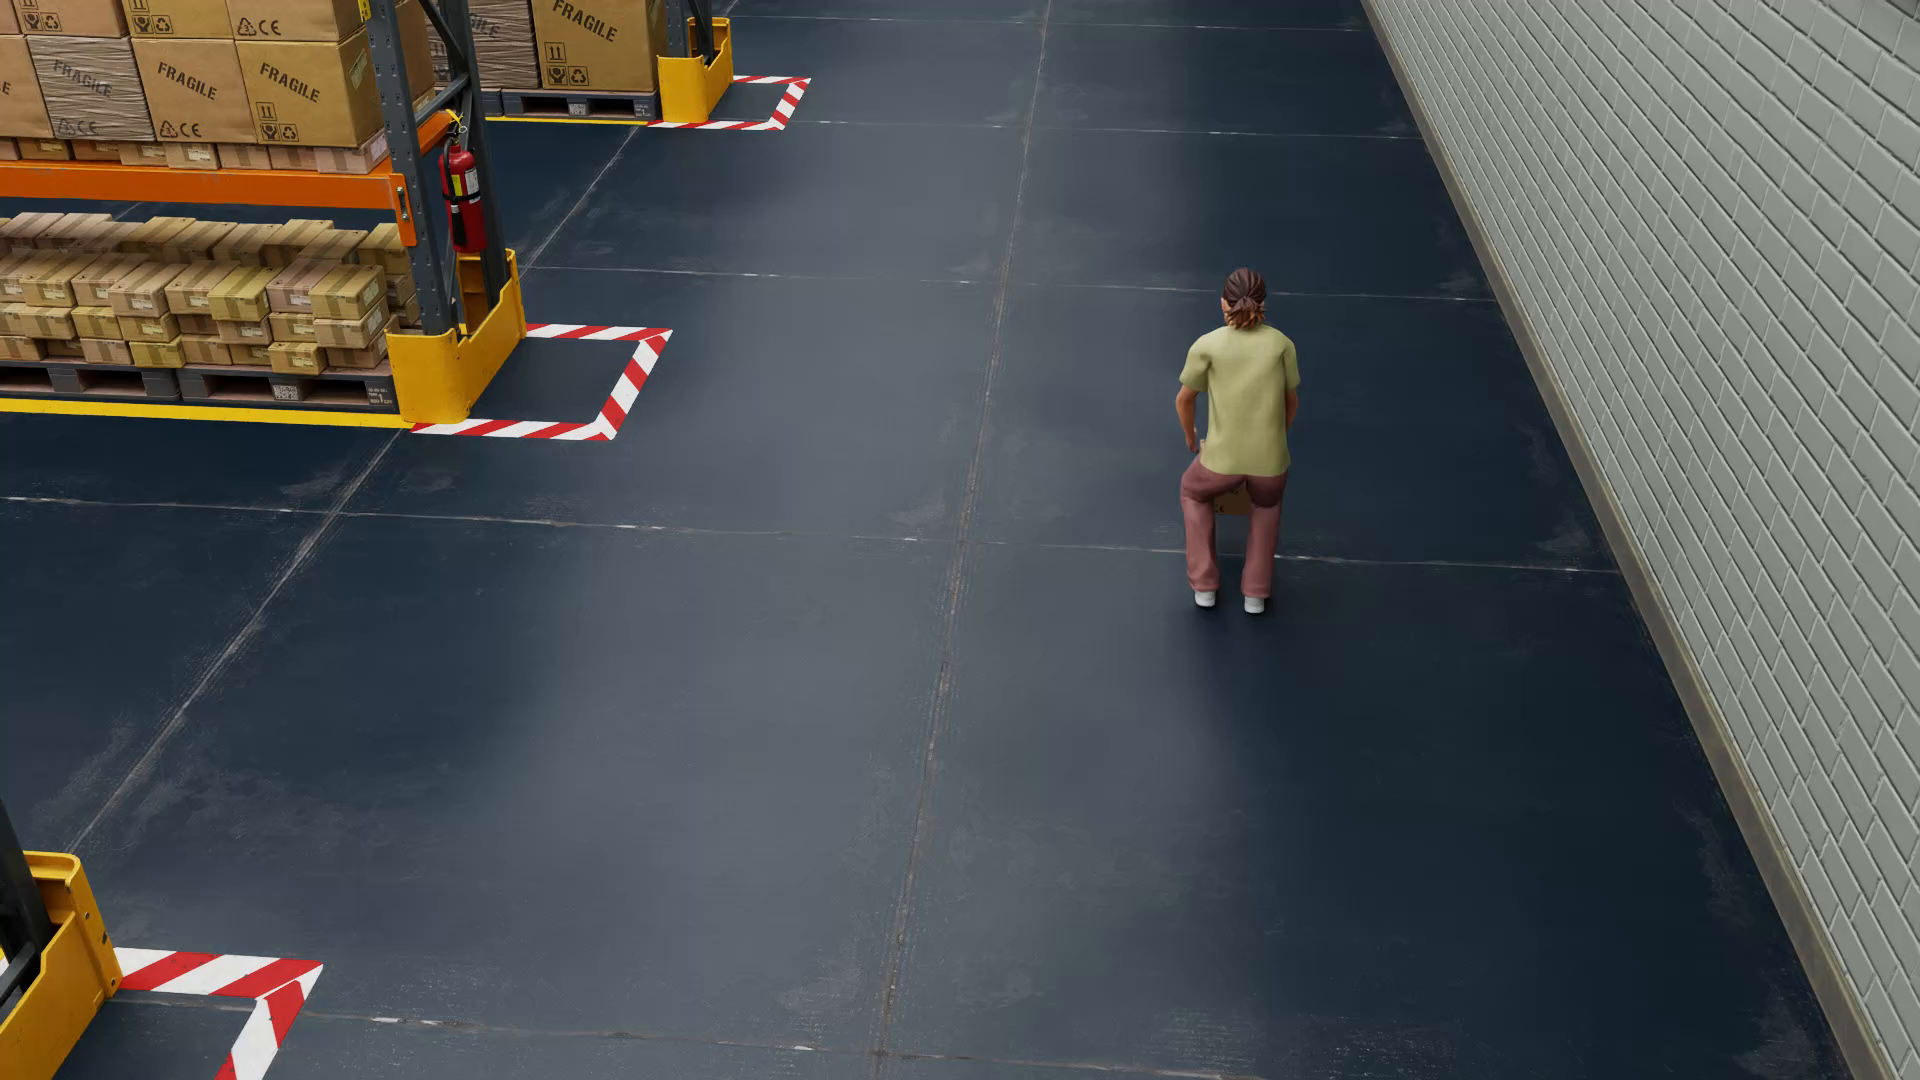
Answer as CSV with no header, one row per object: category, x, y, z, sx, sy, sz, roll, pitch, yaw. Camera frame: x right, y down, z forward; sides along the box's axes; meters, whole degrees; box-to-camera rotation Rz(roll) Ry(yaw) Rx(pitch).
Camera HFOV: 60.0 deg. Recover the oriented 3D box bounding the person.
person,1.148,-0.388,6.981,0.507,1.444,0.595,3,32,4
